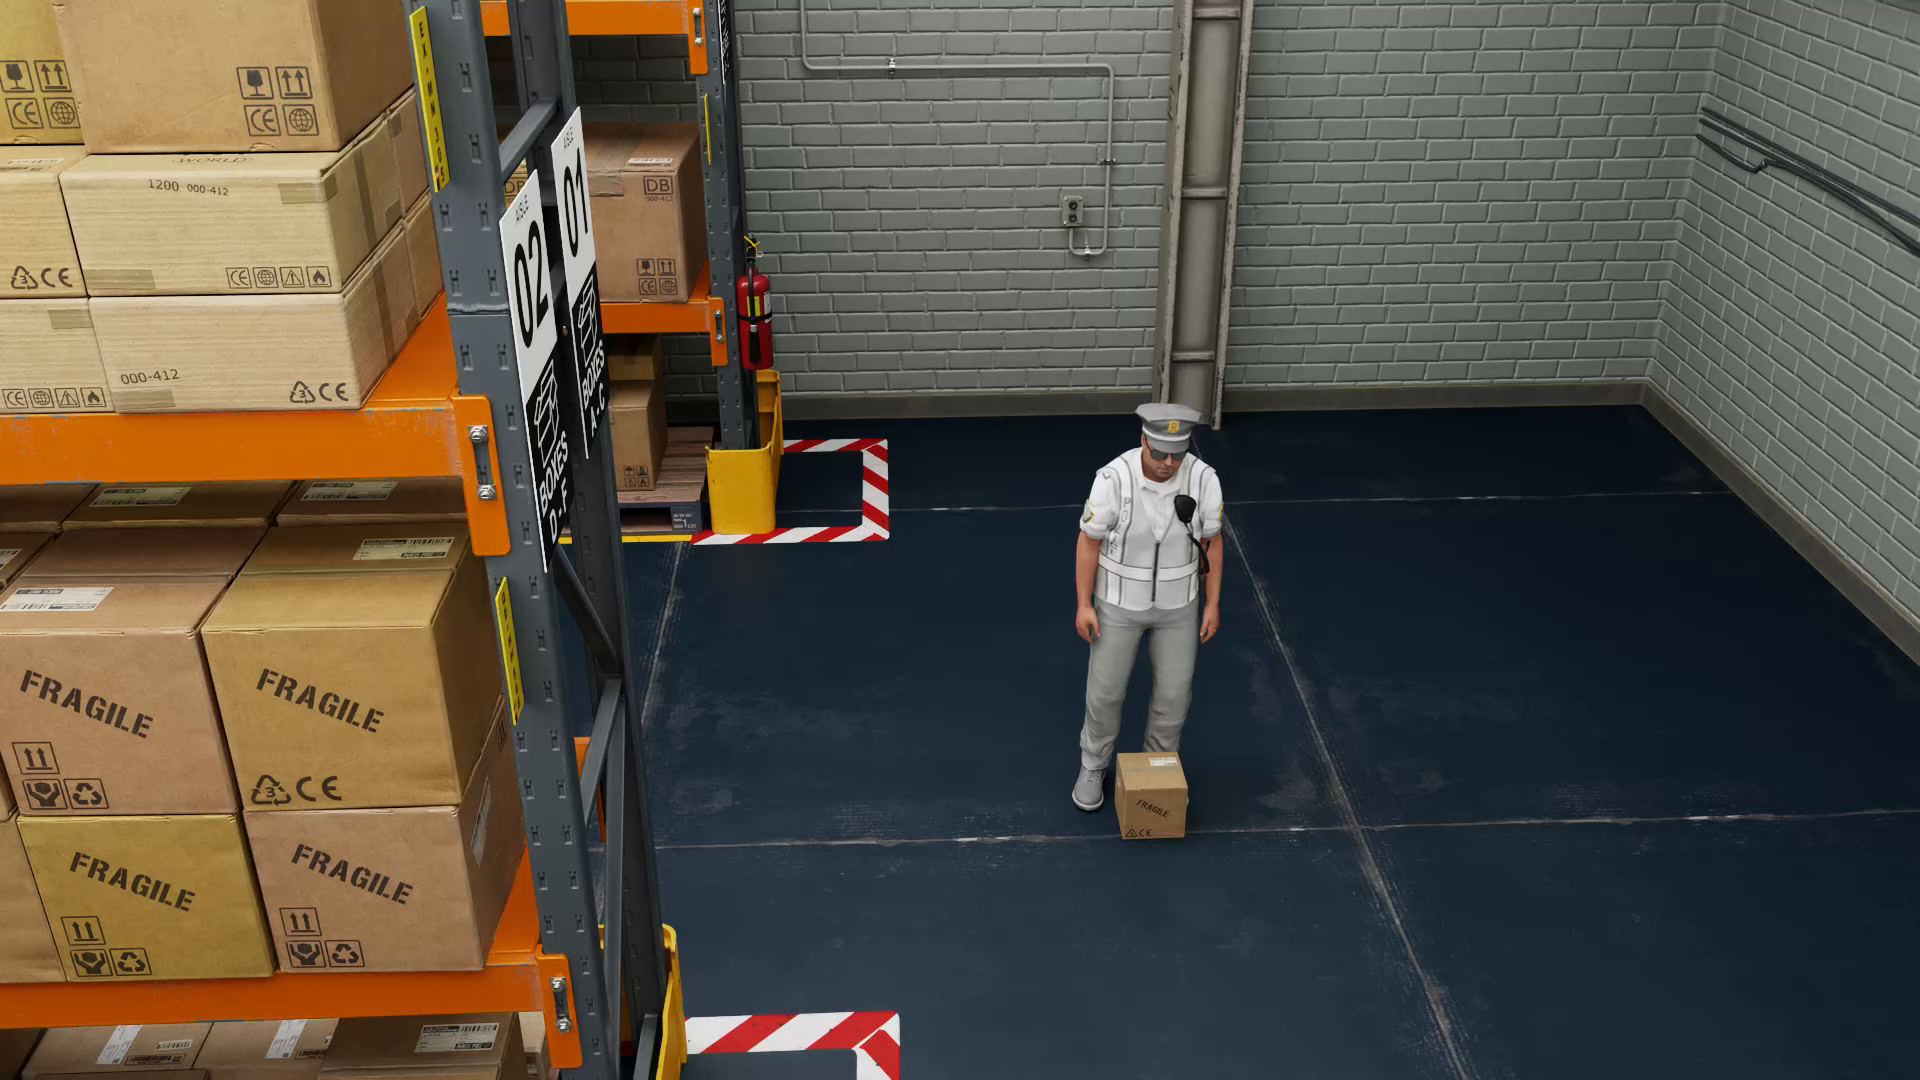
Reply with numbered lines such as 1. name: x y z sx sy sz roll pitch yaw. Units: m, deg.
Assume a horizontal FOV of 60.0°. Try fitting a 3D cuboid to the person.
1. person: 0.749 0.251 6.626 0.585 1.749 0.465 -1 27 -2
